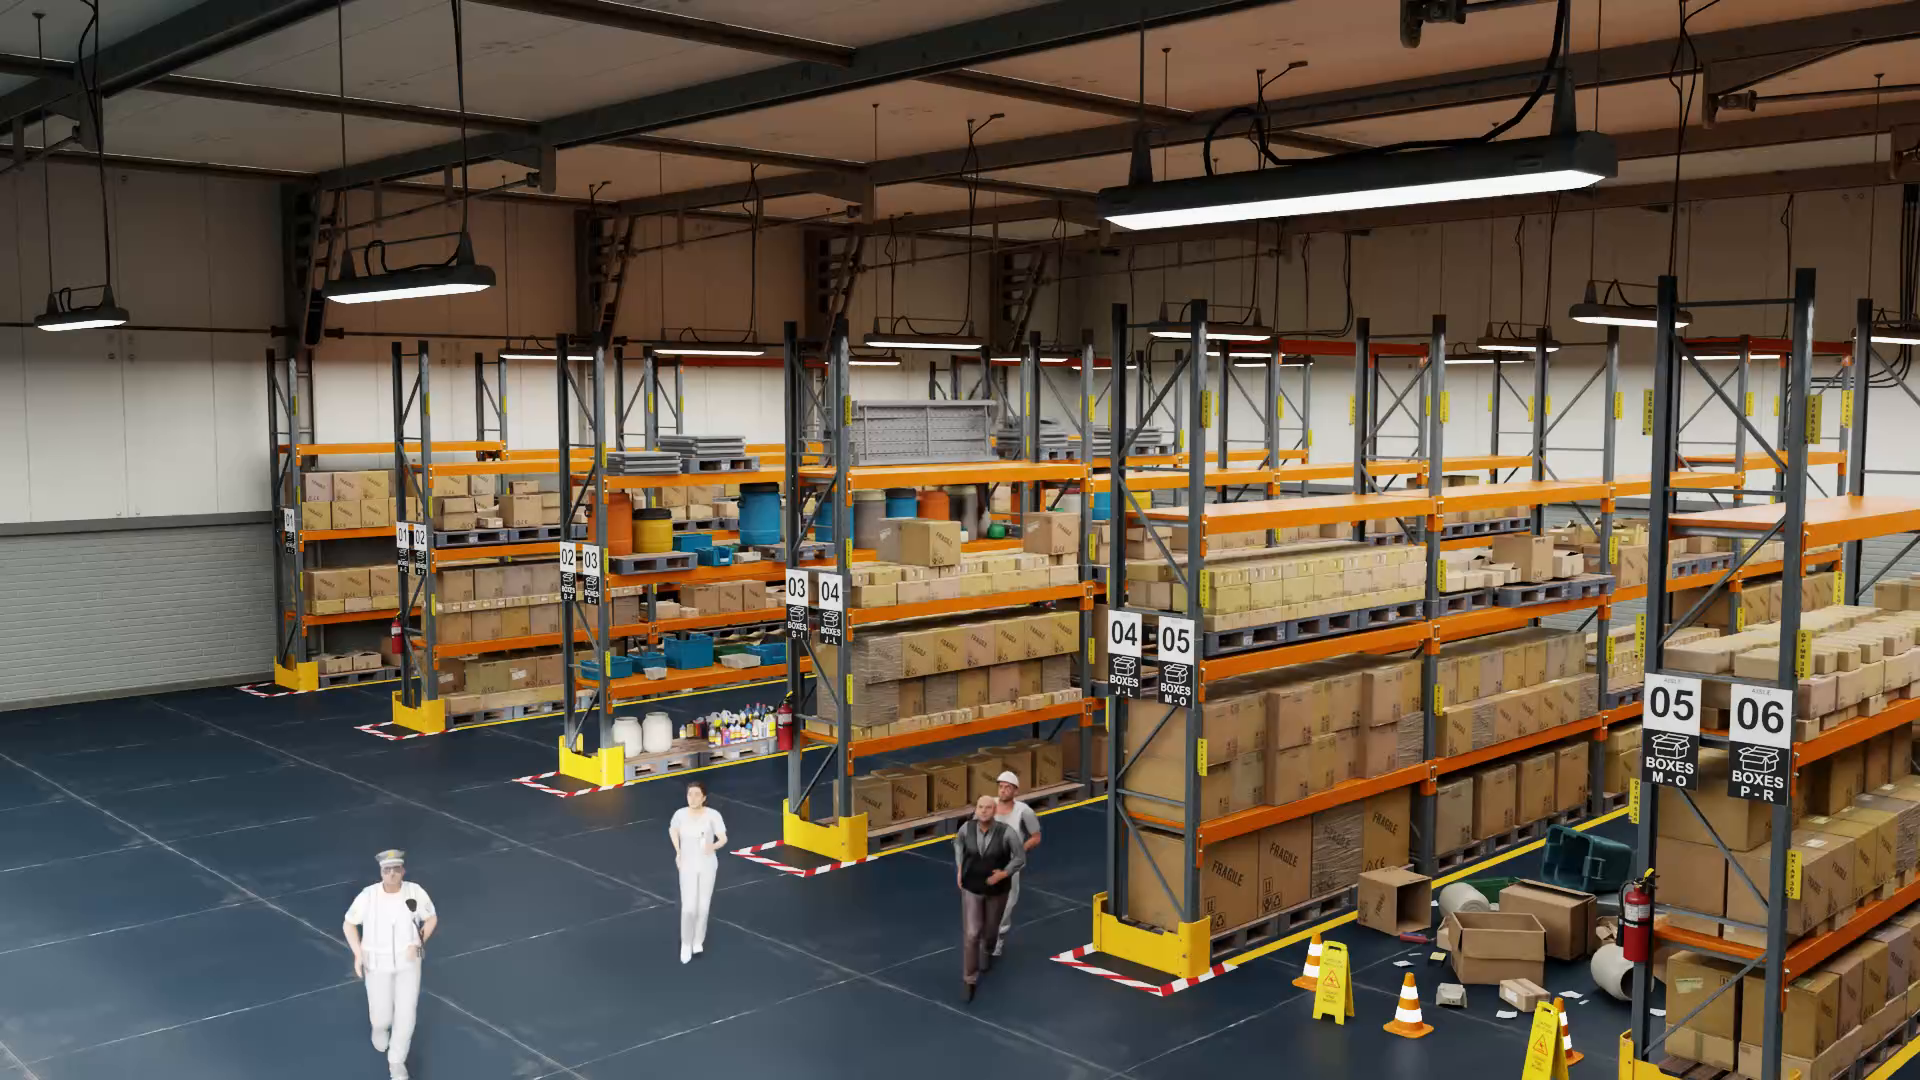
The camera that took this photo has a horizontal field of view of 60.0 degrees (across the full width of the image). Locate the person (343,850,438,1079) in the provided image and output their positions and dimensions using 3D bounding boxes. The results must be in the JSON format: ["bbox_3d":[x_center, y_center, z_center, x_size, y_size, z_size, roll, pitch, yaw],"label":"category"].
[{"bbox_3d":[-4.332,3.199,12.700,0.679,1.736,0.619,-2,5,-25],"label":"person"}]

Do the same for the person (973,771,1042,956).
[{"bbox_3d":[0.387,2.972,15.176,0.693,1.737,0.531,1,5,16],"label":"person"}]

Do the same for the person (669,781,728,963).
[{"bbox_3d":[-2.392,3.030,15.194,0.540,1.674,0.669,-1,5,-6],"label":"person"}]

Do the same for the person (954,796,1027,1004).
[{"bbox_3d":[0.260,3.061,14.463,0.661,1.755,0.812,1,5,9],"label":"person"}]
